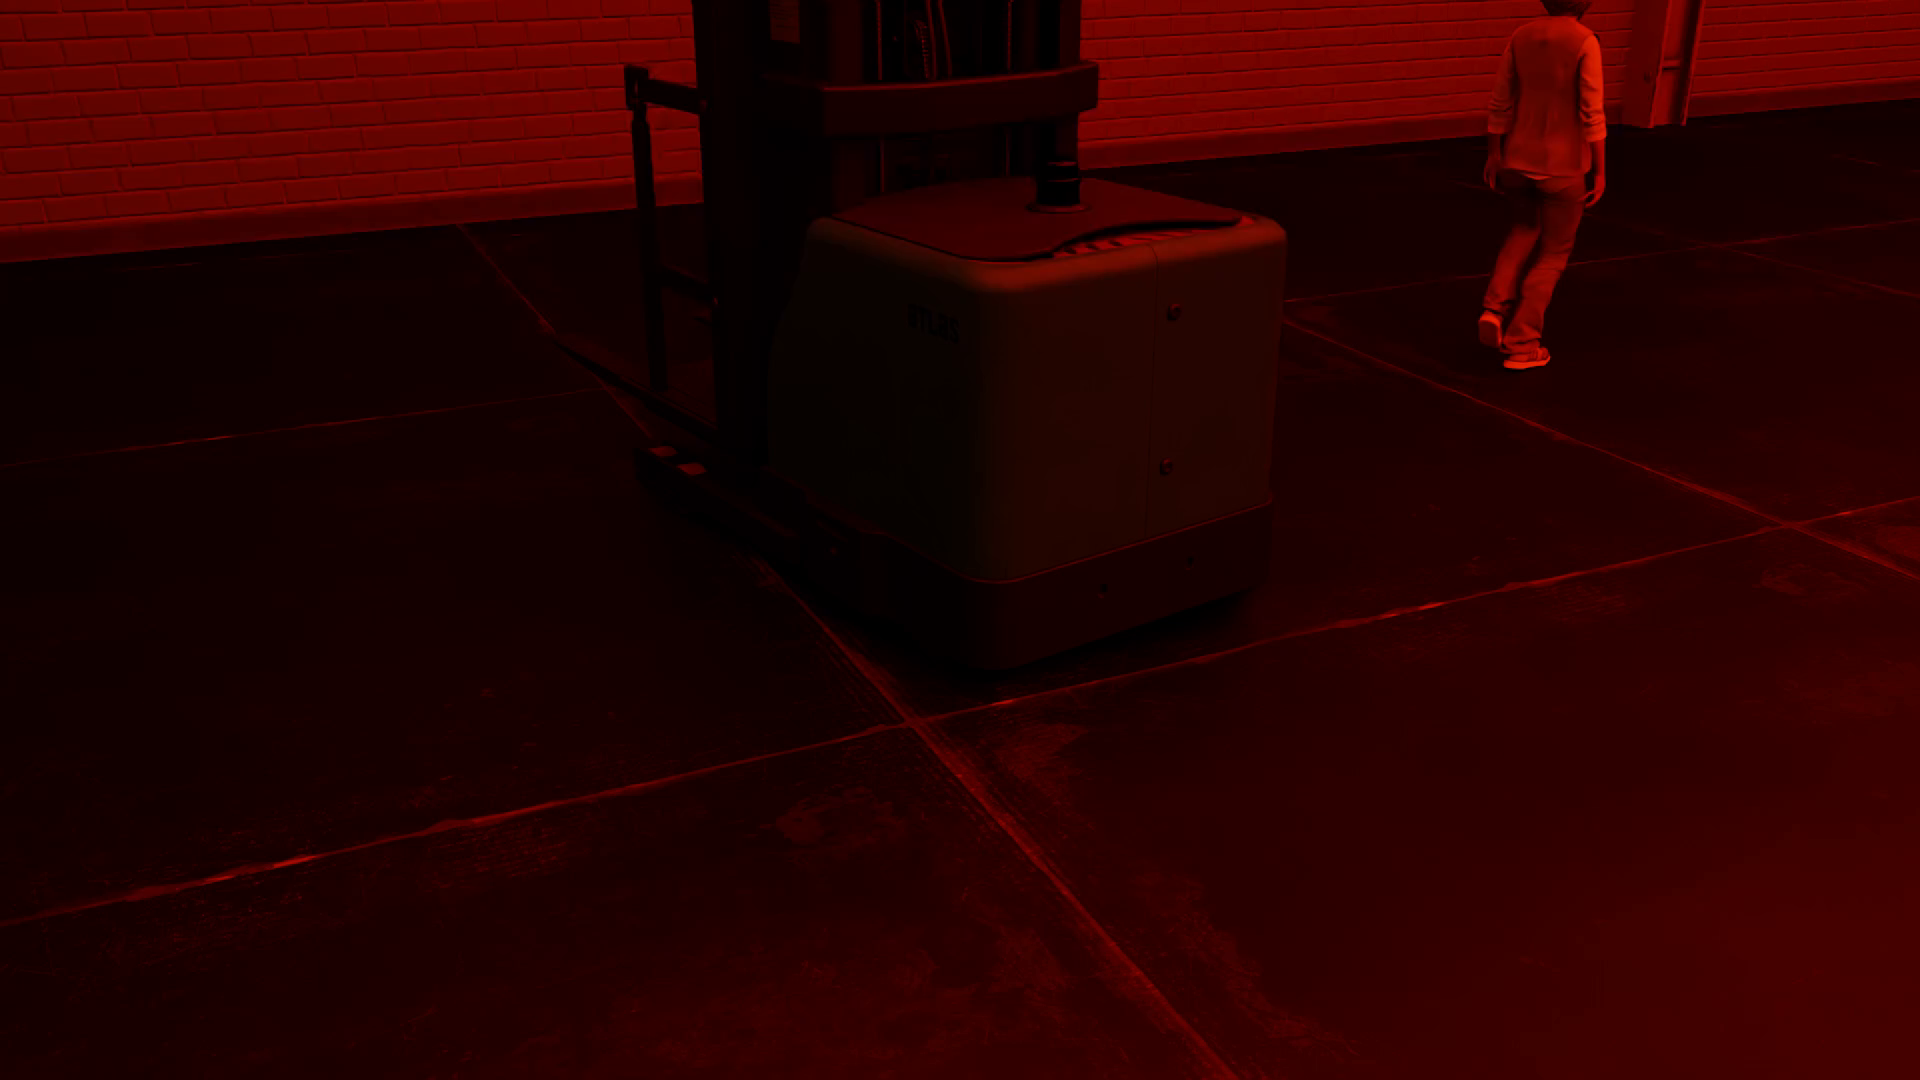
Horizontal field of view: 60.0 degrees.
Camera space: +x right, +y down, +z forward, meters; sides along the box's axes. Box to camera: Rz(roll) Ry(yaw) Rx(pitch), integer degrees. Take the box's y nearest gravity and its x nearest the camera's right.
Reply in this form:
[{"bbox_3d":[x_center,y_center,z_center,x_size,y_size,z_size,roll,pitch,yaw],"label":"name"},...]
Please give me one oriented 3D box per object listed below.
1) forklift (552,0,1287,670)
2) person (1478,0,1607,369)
[{"bbox_3d":[-0.408,-1.534,4.978,1.130,2.935,3.031,-16,27,-33],"label":"forklift"},{"bbox_3d":[2.338,-1.473,6.608,0.447,1.584,0.519,-18,28,-36],"label":"person"}]
